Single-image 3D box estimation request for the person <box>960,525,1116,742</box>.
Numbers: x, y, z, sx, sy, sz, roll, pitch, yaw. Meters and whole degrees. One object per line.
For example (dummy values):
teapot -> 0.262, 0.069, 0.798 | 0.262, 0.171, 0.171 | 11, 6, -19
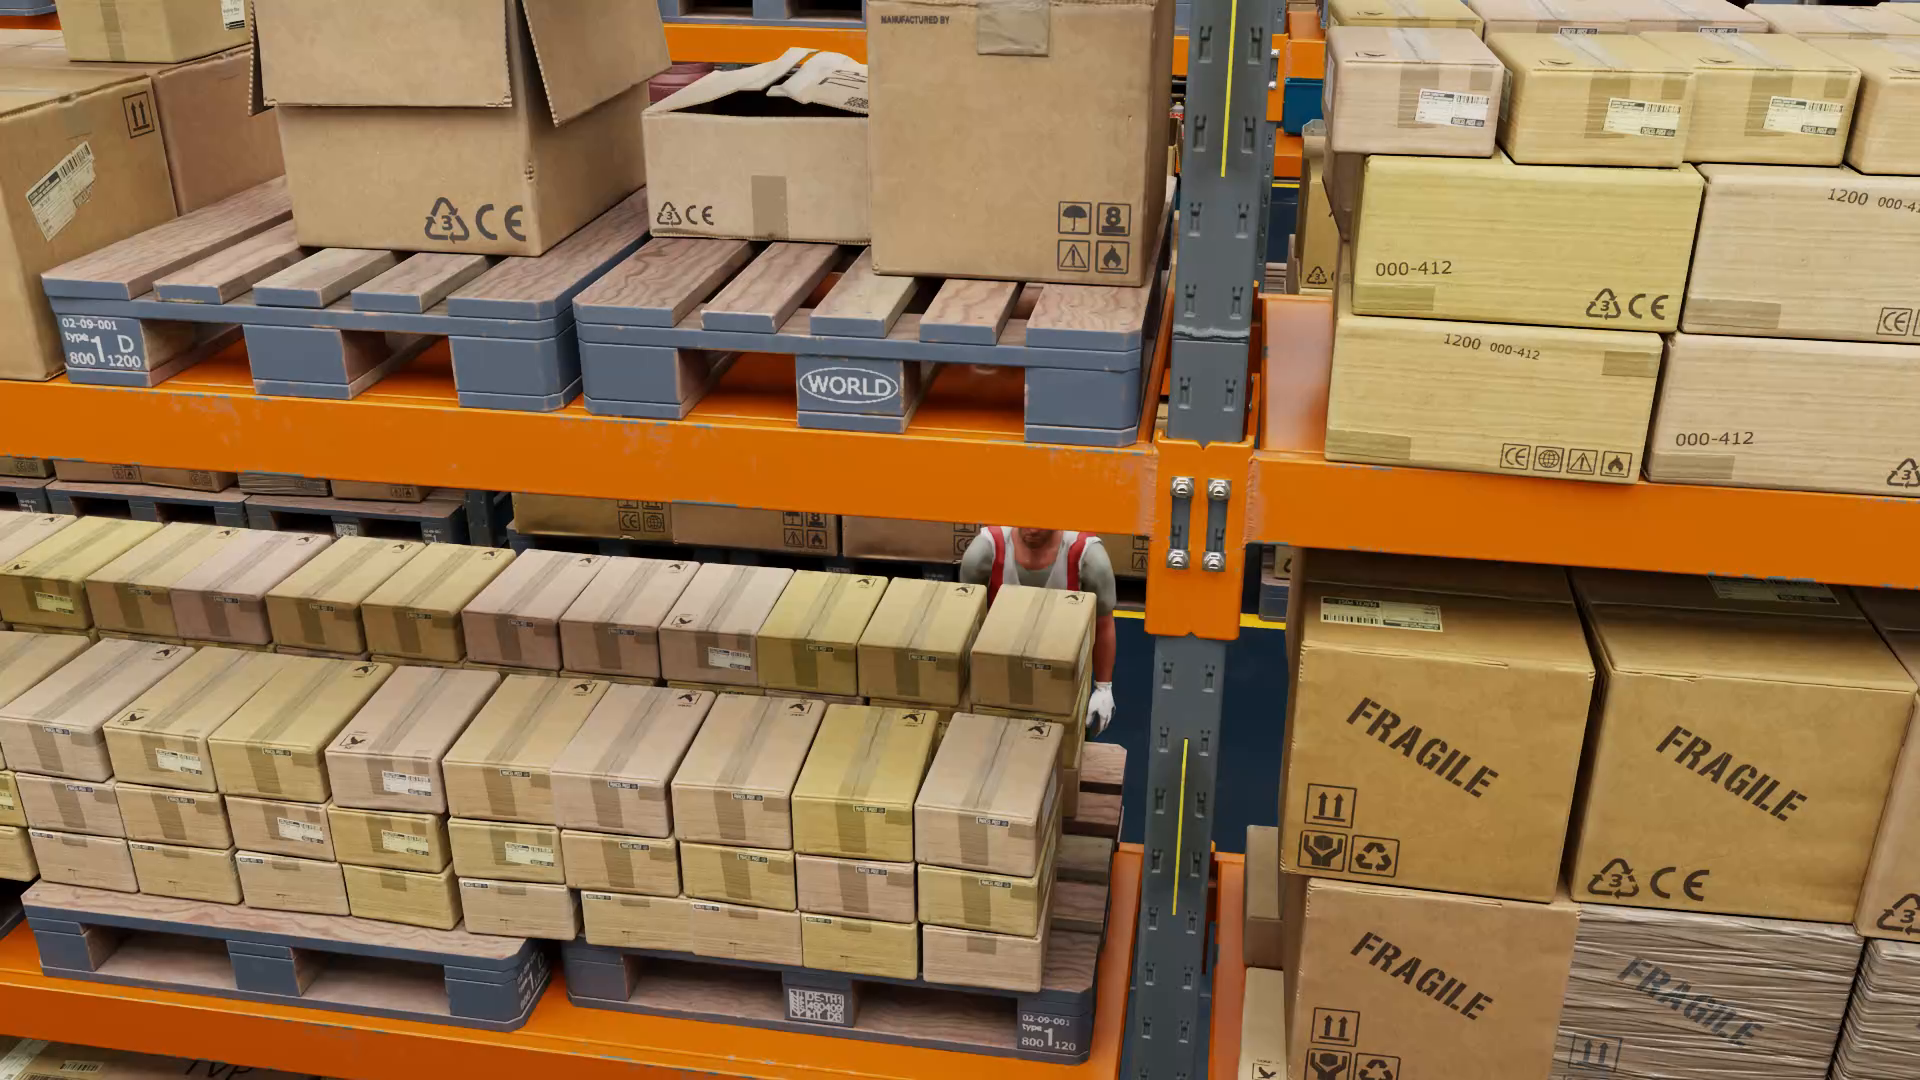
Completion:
person -> 0.255, 0.525, 5.945 | 0.609, 1.780, 0.448 | 4, 25, 9
